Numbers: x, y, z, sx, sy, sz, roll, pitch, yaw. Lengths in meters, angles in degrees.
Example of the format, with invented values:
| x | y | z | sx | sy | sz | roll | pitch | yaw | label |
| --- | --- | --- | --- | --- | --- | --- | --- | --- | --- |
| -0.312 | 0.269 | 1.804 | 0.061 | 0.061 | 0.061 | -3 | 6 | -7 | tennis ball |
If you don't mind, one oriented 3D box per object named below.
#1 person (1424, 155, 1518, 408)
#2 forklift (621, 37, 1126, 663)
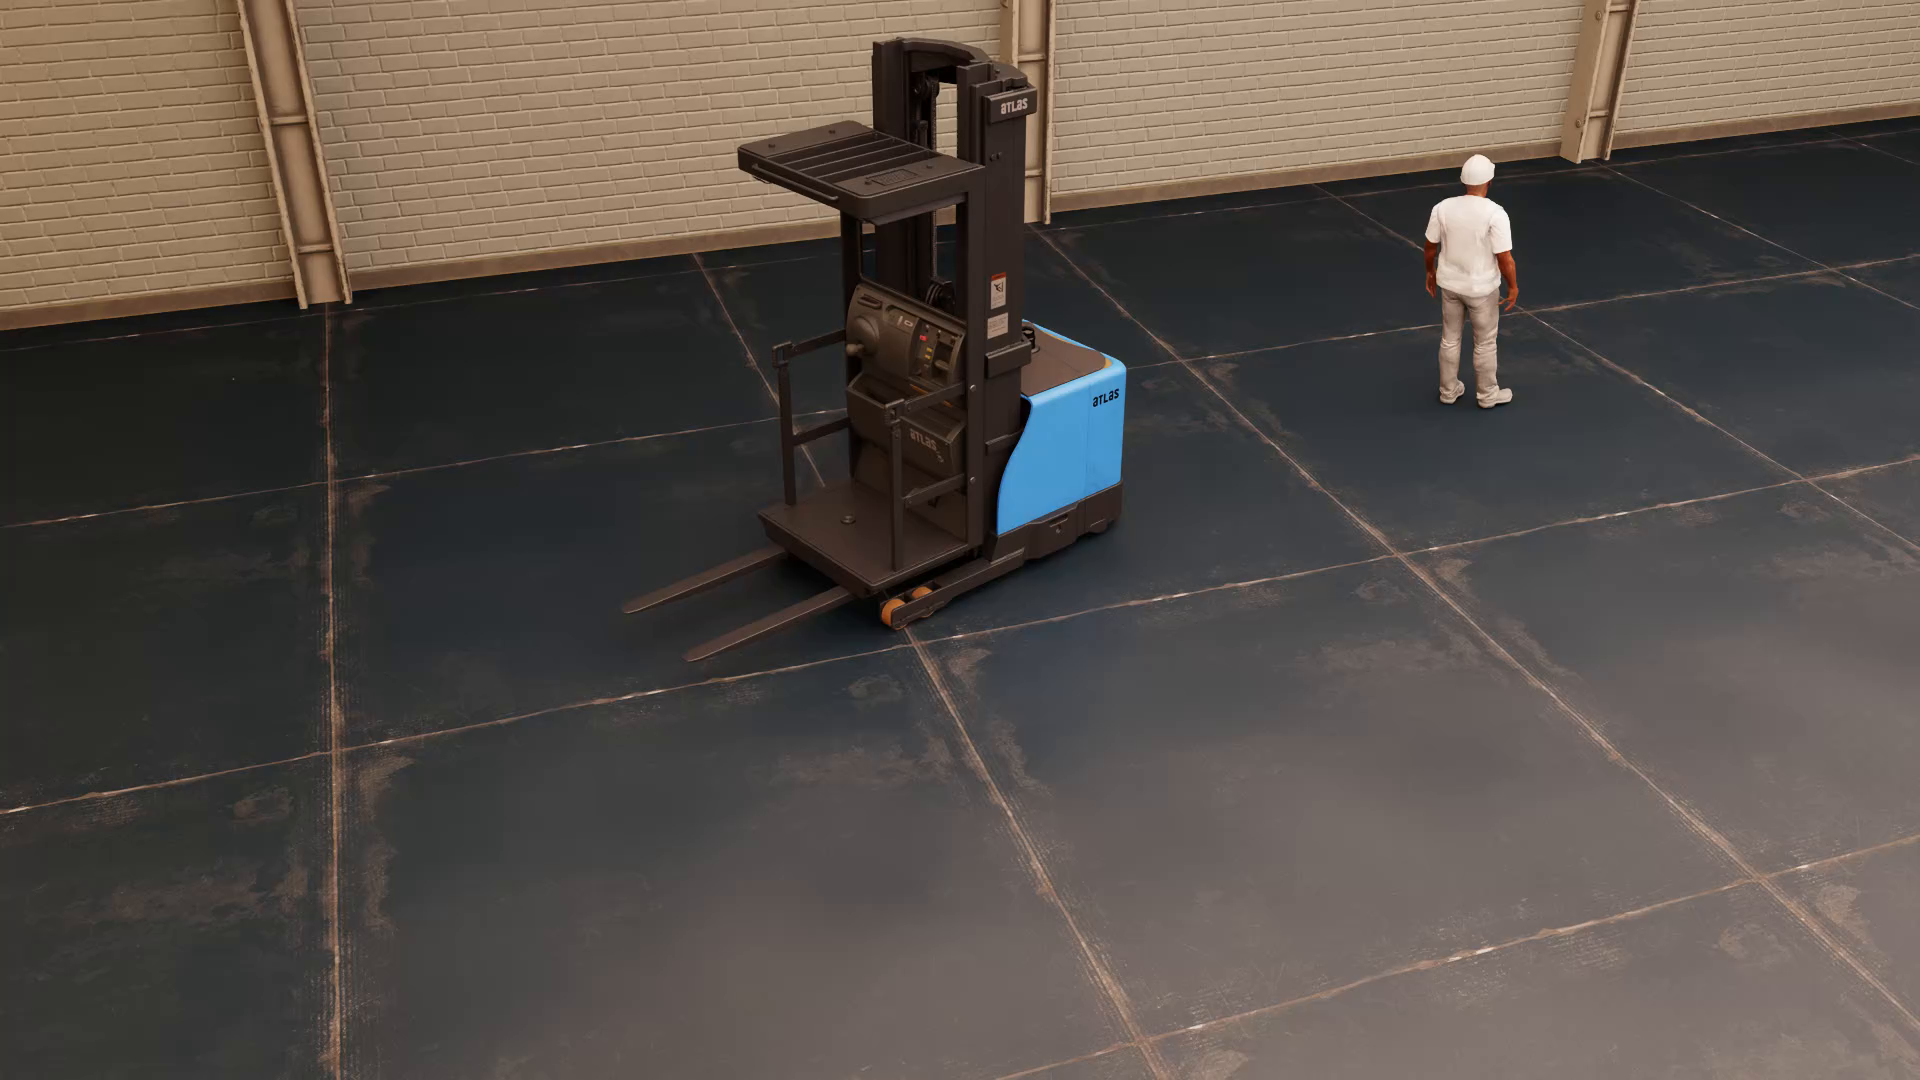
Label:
| x | y | z | sx | sy | sz | roll | pitch | yaw | label |
| --- | --- | --- | --- | --- | --- | --- | --- | --- | --- |
| 3.496 | -1.766 | 11.311 | 0.666 | 1.767 | 0.576 | 25 | 38 | 36 | person |
| -0.461 | -1.072 | 8.951 | 3.031 | 2.935 | 1.130 | -23 | 37 | -34 | forklift |
